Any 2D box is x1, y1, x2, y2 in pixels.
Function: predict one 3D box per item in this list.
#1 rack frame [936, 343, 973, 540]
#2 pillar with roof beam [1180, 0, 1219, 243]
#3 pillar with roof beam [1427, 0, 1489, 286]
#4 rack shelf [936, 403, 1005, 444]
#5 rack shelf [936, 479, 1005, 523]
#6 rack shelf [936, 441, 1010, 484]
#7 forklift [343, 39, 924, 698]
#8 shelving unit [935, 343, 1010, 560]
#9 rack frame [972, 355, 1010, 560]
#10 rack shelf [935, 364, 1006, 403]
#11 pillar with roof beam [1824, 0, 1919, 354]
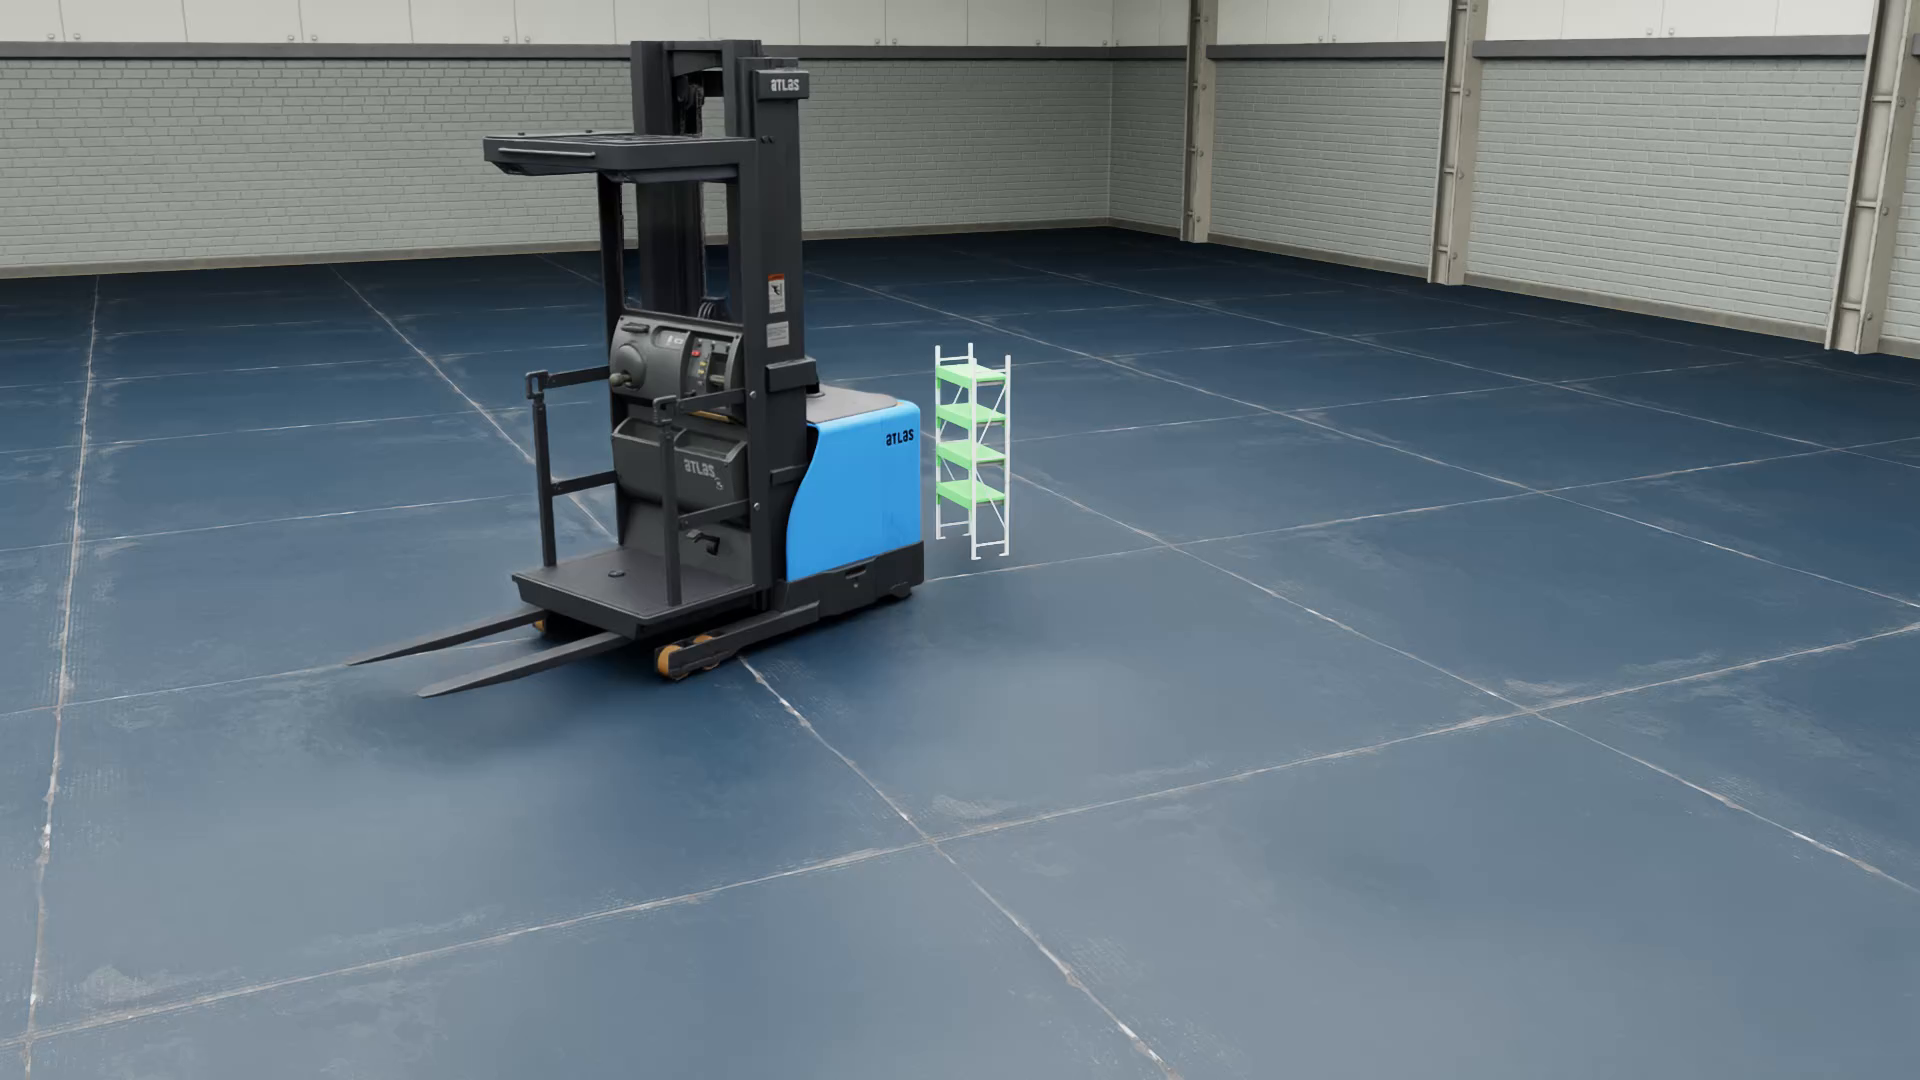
[{"bbox_3d":[-0.034,-0.596,10.153,0.240,1.200,0.015,-8,18,-25],"label":"rack frame"},{"bbox_3d":[-0.010,-8.721,24.326,9.100,9.000,0.400,-8,18,-25],"label":"pillar with roof beam"},{"bbox_3d":[2.618,-7.233,19.141,9.100,9.000,0.400,-8,18,-25],"label":"pillar with roof beam"},{"bbox_3d":[0.073,-0.705,9.894,0.258,0.148,0.480,-8,18,-25],"label":"rack shelf"},{"bbox_3d":[0.073,-0.244,10.026,0.258,0.148,0.480,-8,18,-25],"label":"rack shelf"},{"bbox_3d":[0.073,-0.474,9.960,0.258,0.148,0.480,-8,18,-25],"label":"rack shelf"},{"bbox_3d":[-1.547,-0.898,8.065,1.130,2.935,3.031,14,21,39],"label":"forklift"},{"bbox_3d":[0.073,-0.536,9.942,0.258,1.200,0.503,-8,18,-25],"label":"shelving unit"},{"bbox_3d":[0.179,-0.475,9.731,0.240,1.200,0.015,-8,18,-25],"label":"rack frame"},{"bbox_3d":[0.072,-0.936,9.827,0.258,0.148,0.480,-8,18,-25],"label":"rack shelf"},{"bbox_3d":[5.247,-5.745,13.957,9.100,9.000,0.400,-8,18,-25],"label":"pillar with roof beam"}]
